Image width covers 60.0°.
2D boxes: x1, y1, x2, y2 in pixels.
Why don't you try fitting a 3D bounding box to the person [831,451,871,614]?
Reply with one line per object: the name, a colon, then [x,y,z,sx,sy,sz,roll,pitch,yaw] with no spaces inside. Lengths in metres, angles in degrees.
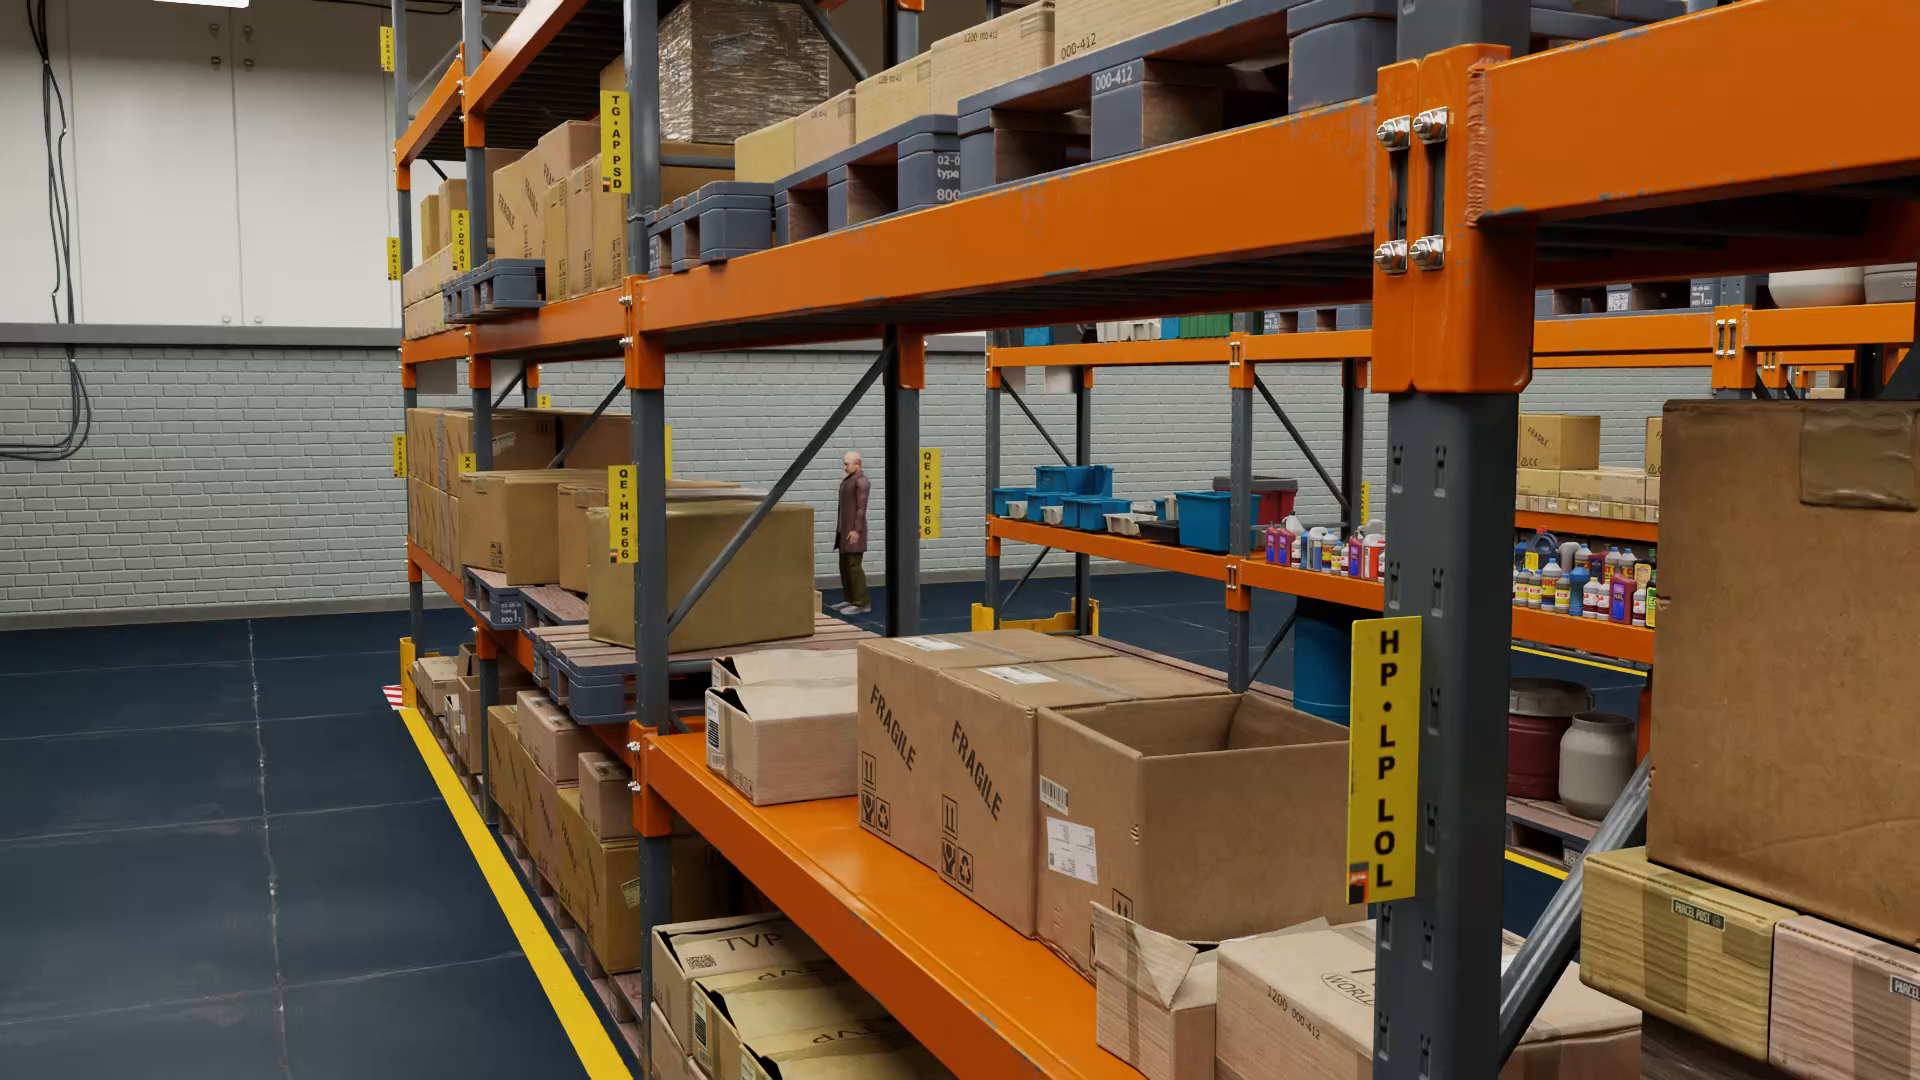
person: [-1.186,-0.085,18.199,0.380,1.779,0.562,-2,6,-23]
